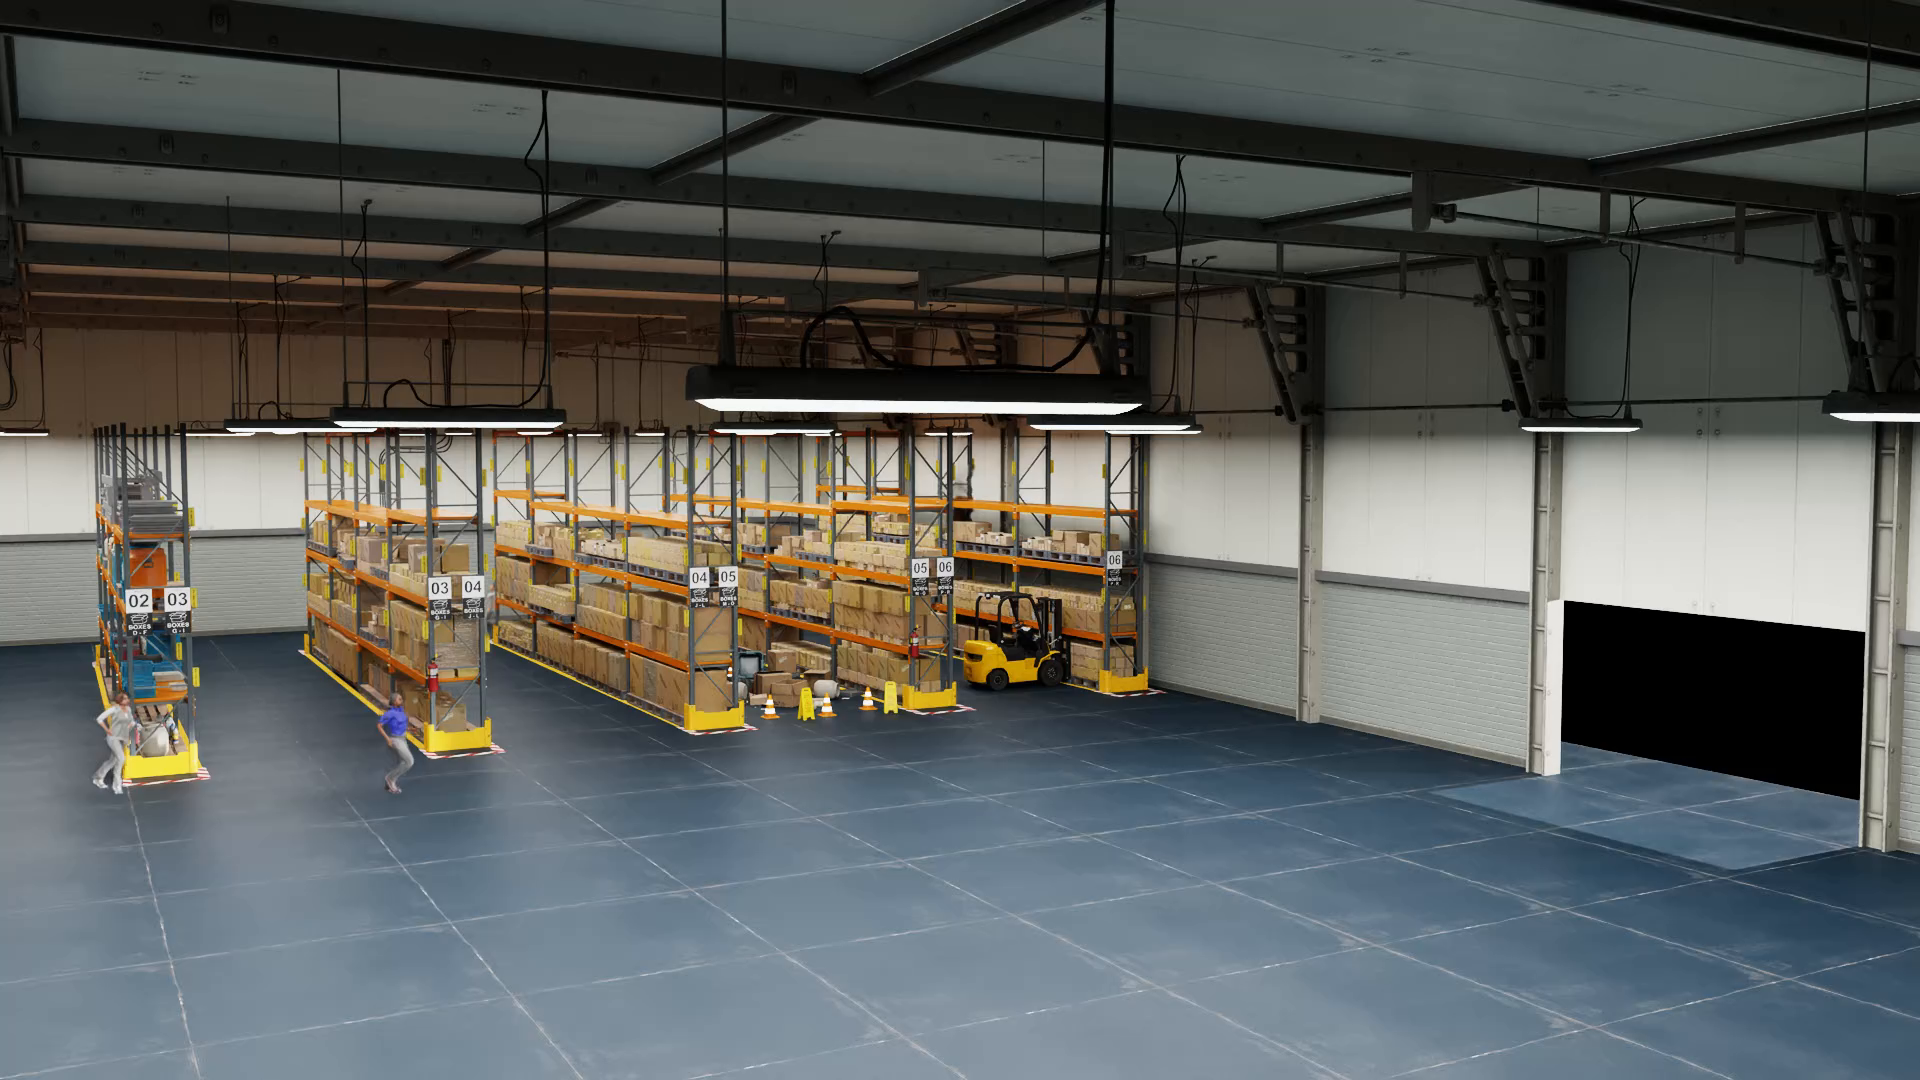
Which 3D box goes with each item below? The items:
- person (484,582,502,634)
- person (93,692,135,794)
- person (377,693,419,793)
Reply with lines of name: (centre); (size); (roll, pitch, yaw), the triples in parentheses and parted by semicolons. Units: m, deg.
person: (-13.609, 2.011, 48.041); (0.710, 1.589, 0.631); (-1, 4, -10)
person: (-13.792, 3.303, 27.149); (0.650, 1.641, 0.546); (1, 4, 15)
person: (-9.039, 3.295, 26.855); (0.599, 1.588, 0.560); (0, 3, 2)
